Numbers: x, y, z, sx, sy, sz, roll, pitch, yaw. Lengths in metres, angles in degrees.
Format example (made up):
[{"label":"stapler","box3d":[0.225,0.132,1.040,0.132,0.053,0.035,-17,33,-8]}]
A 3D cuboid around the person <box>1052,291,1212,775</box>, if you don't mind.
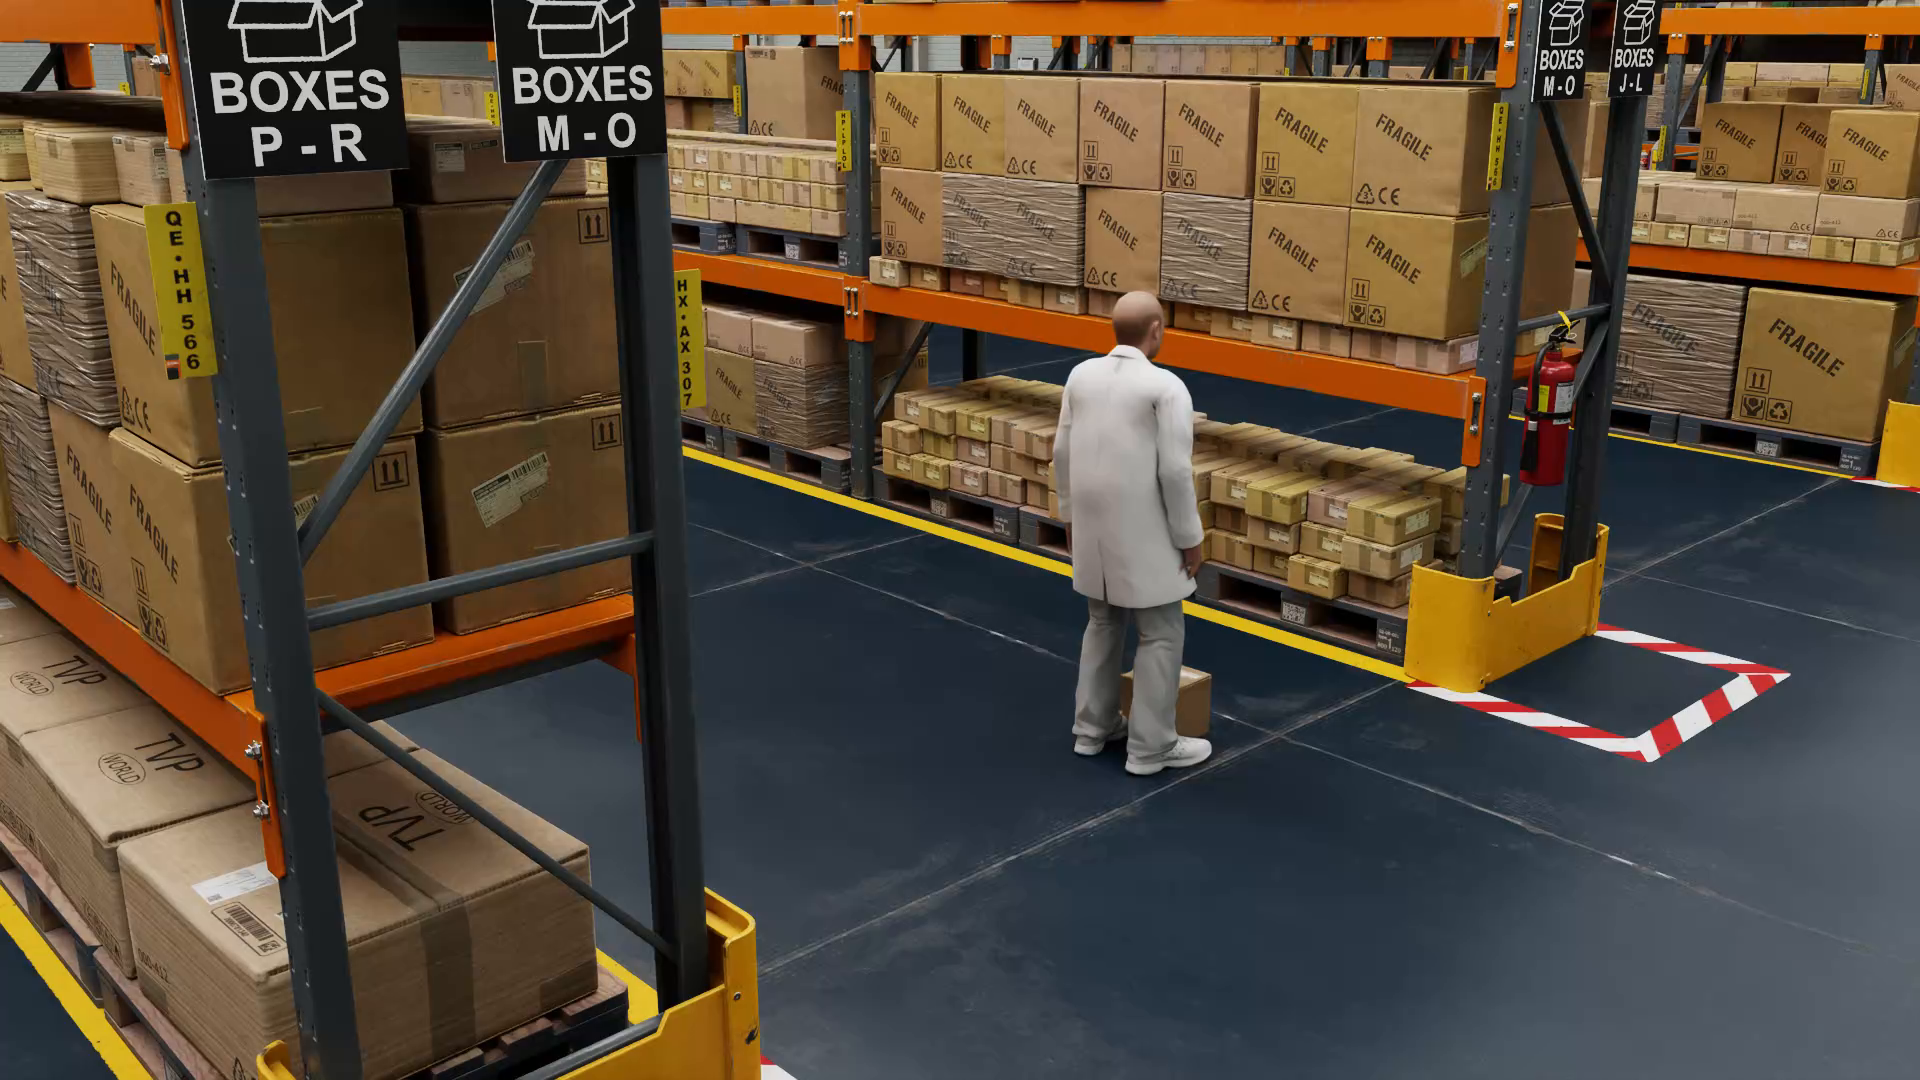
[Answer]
[{"label":"person","box3d":[0.625,-2.527,14.313,12.393,1.772,12.752,16,23,41]}]
